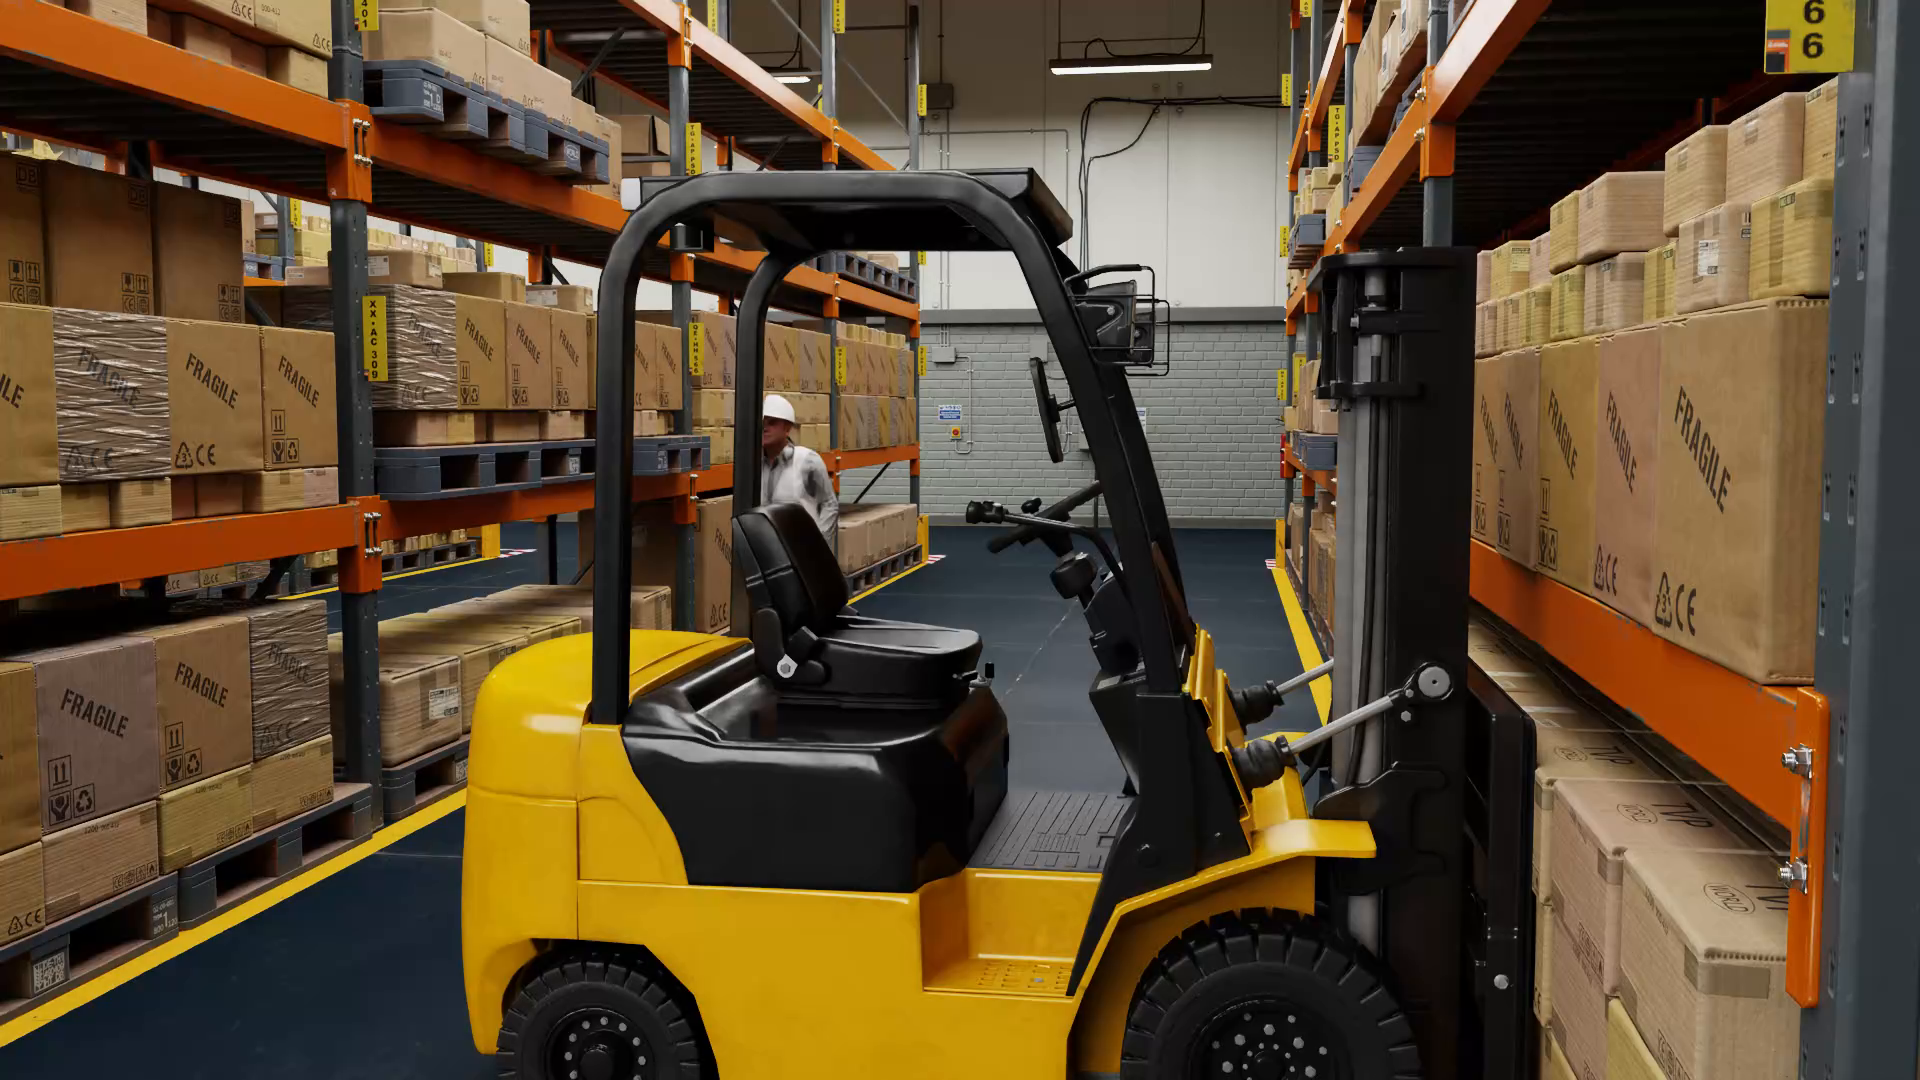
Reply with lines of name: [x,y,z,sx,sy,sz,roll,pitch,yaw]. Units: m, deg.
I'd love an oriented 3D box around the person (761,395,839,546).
person: [-0.941,0.084,9.044,0.624,1.735,0.692,1,5,11]
